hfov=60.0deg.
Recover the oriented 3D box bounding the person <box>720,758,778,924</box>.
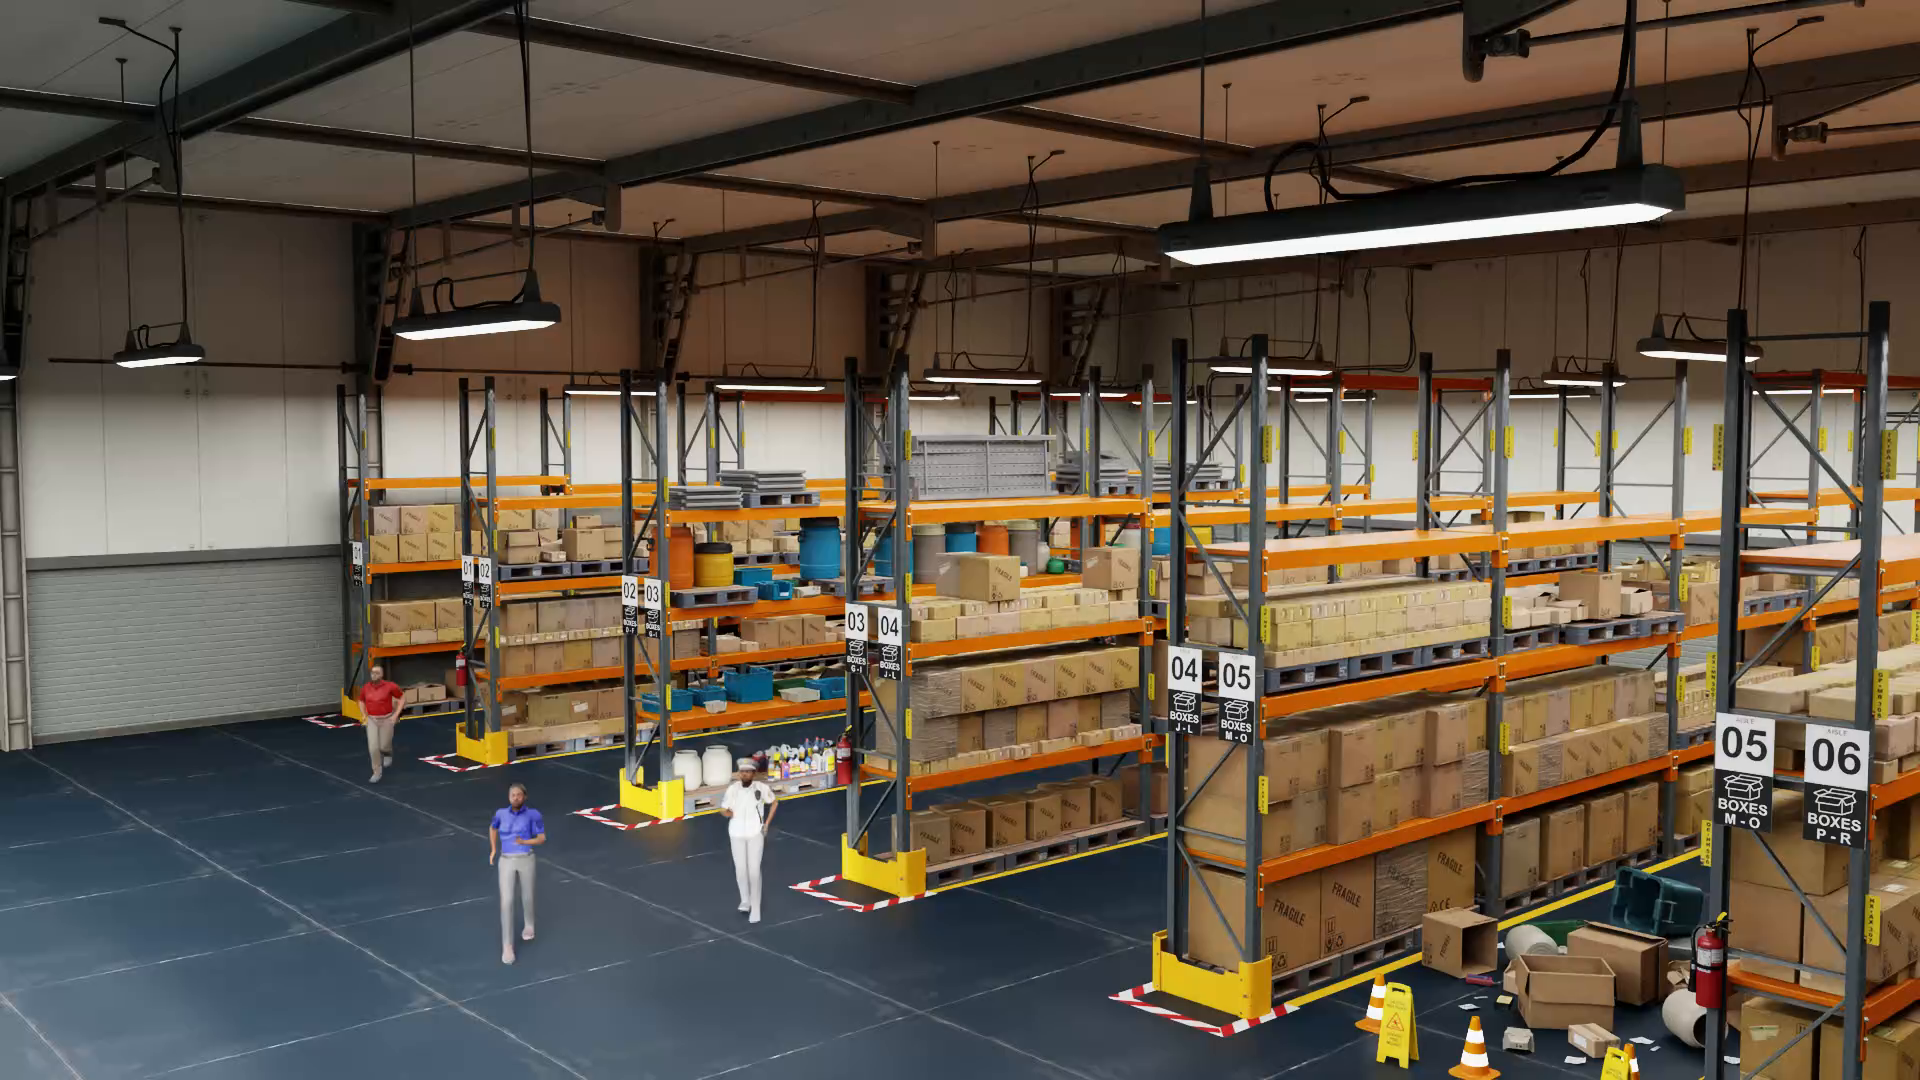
[{"bbox_3d":[-2.258,3.171,17.612,0.577,1.759,0.662,0,4,7],"label":"person"}]

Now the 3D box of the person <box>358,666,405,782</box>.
[{"bbox_3d":[-8.594,2.704,24.727,0.675,1.705,0.654,0,4,-4],"label":"person"}]

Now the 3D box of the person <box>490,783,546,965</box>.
[{"bbox_3d":[-4.381,3.247,16.472,0.561,1.671,0.879,-1,4,-10],"label":"person"}]
